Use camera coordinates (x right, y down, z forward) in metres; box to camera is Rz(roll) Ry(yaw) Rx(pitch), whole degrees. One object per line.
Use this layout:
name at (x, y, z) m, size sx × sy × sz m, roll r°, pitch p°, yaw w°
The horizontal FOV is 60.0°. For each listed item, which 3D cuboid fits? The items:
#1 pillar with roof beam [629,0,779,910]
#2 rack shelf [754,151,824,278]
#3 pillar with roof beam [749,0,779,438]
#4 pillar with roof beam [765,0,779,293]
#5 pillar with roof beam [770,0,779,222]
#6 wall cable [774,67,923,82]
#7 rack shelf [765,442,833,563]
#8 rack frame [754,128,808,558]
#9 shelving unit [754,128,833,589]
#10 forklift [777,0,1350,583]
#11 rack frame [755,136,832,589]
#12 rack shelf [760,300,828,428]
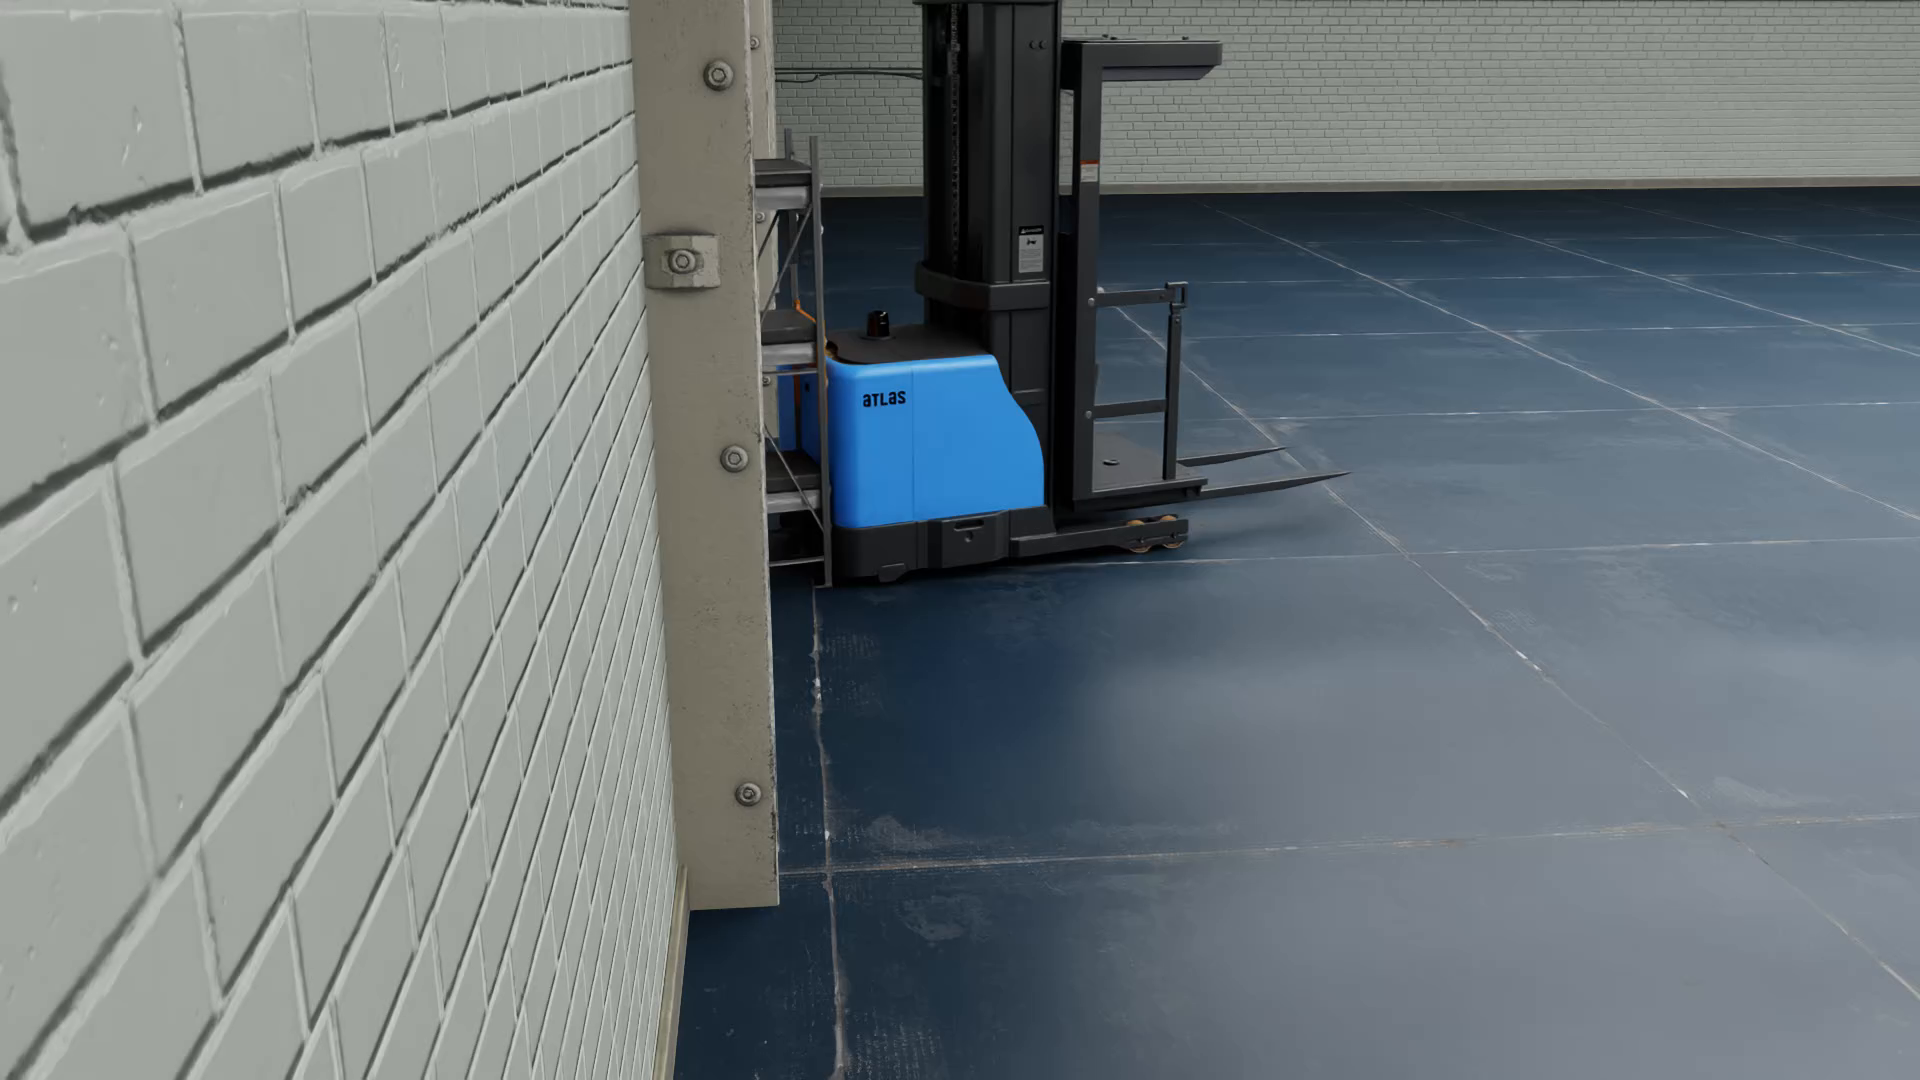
pillar with roof beam at (3.552, -3.359, 4.353) m, size 9.100 × 9.000 × 0.400 m, roll -2°, pitch 18°, yaw -6°
rack shelf at (-0.891, -1.478, 7.569) m, size 0.431 × 0.518 × 0.480 m, roll -6°, pitch 19°, yaw -18°
pillar with roof beam at (2.934, -5.147, 10.047) m, size 9.100 × 9.000 × 0.400 m, roll -2°, pitch 18°, yaw -6°
pillar with roof beam at (2.315, -6.934, 15.741) m, size 9.100 × 9.000 × 0.400 m, roll -2°, pitch 18°, yaw -6°
pillar with roof beam at (1.696, -8.722, 21.435) m, size 9.100 × 9.000 × 0.400 m, roll -2°, pitch 18°, yaw -6°
wall cable at (-1.575, -8.026, 24.402) m, size 3.097 × 2.526 × 0.112 m, roll -2°, pitch 18°, yaw -6°
rack shelf at (-0.883, -0.148, 8.006) m, size 0.431 × 0.518 × 0.480 m, roll -6°, pitch 19°, yaw -18°
rack frame at (-0.966, -0.897, 8.003) m, size 0.400 × 2.100 × 0.015 m, roll -6°, pitch 19°, yaw -18°
shelving unit at (-0.887, -0.826, 7.783) m, size 0.431 × 2.100 × 0.503 m, roll -6°, pitch 19°, yaw -18°
forklift at (0.622, -1.467, 8.457) m, size 3.031 × 2.935 × 1.130 m, roll -7°, pitch 19°, yaw -23°
rack frame at (-0.808, -0.754, 7.564) m, size 0.400 × 2.100 × 0.015 m, roll -6°, pitch 19°, yaw -18°
rack shelf at (-0.887, -0.813, 7.788) m, size 0.431 × 0.518 × 0.480 m, roll -6°, pitch 19°, yaw -18°
